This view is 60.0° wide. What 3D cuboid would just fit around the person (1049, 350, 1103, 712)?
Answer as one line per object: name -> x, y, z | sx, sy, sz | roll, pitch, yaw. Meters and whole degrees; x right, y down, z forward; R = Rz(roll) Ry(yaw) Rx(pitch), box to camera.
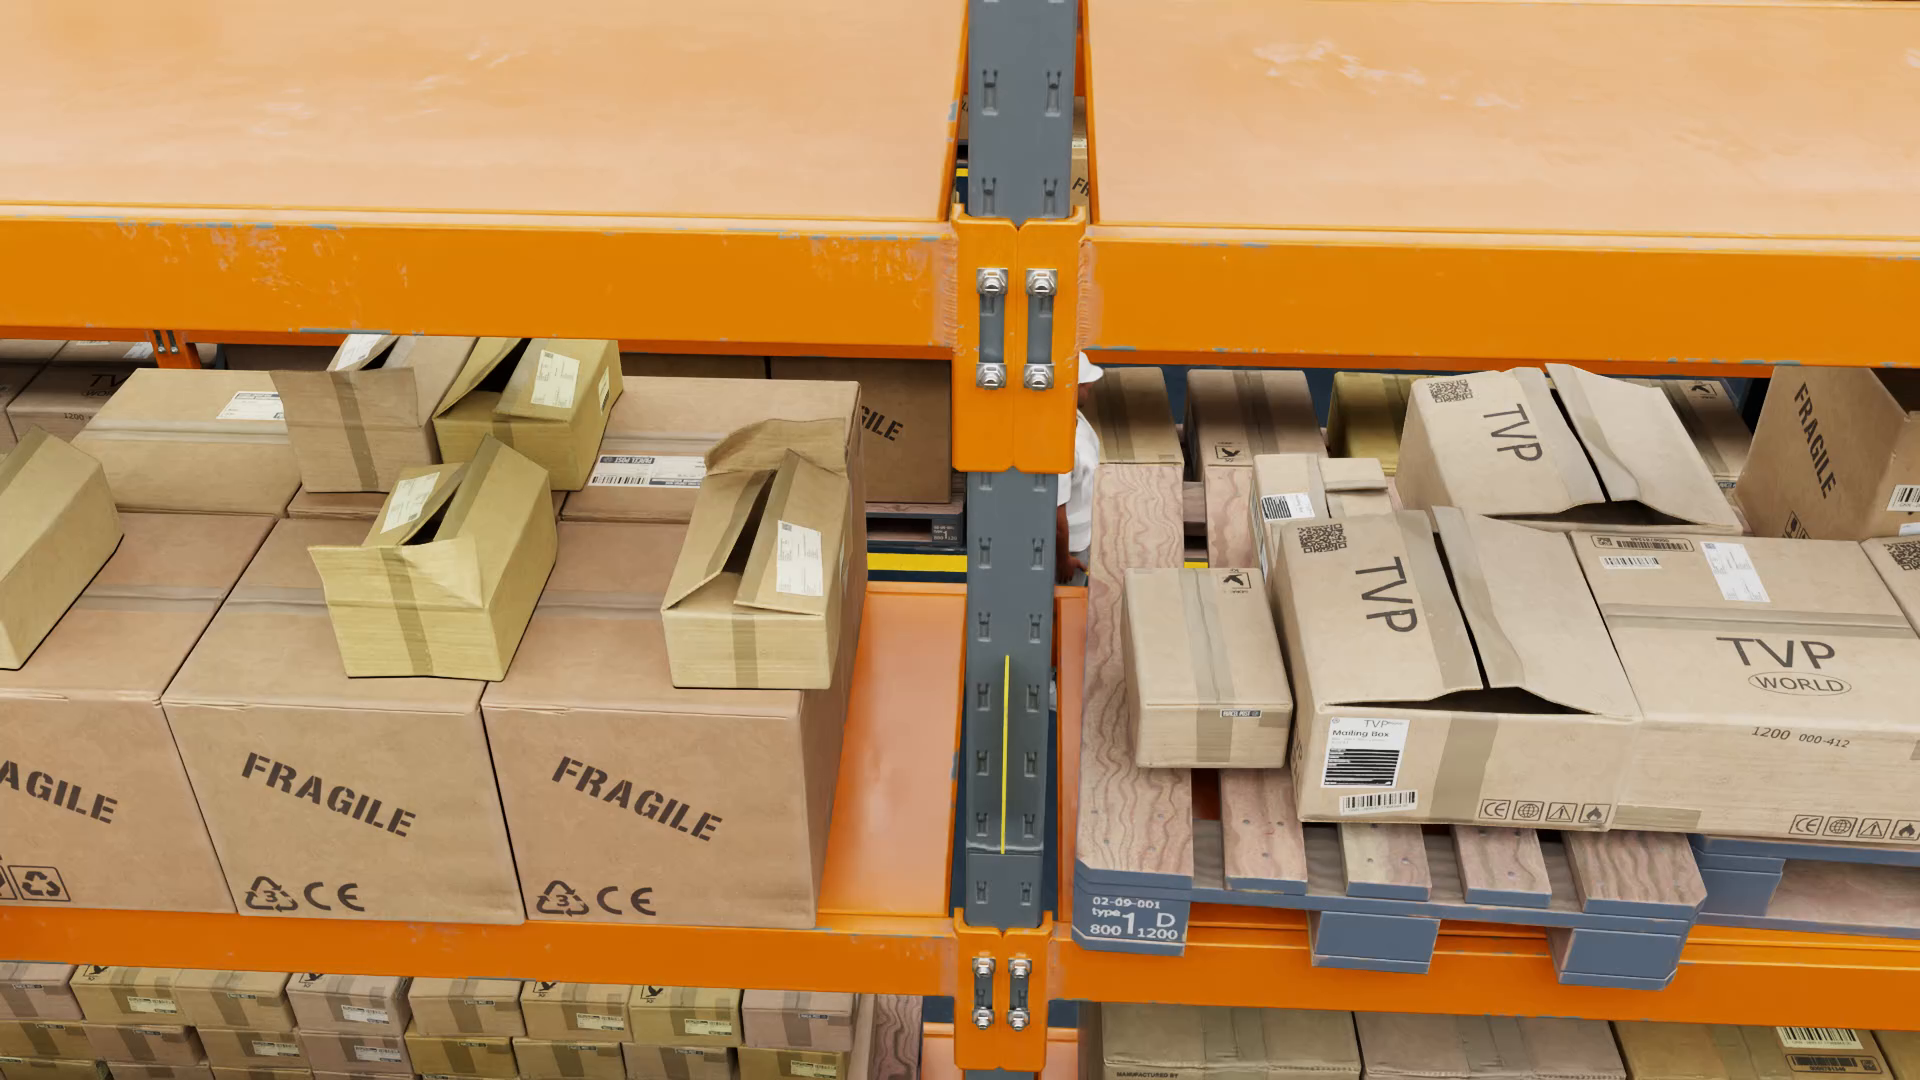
person -> 0.433, -0.054, 7.184 | 0.371, 1.767, 0.565 | 1, 35, 1
